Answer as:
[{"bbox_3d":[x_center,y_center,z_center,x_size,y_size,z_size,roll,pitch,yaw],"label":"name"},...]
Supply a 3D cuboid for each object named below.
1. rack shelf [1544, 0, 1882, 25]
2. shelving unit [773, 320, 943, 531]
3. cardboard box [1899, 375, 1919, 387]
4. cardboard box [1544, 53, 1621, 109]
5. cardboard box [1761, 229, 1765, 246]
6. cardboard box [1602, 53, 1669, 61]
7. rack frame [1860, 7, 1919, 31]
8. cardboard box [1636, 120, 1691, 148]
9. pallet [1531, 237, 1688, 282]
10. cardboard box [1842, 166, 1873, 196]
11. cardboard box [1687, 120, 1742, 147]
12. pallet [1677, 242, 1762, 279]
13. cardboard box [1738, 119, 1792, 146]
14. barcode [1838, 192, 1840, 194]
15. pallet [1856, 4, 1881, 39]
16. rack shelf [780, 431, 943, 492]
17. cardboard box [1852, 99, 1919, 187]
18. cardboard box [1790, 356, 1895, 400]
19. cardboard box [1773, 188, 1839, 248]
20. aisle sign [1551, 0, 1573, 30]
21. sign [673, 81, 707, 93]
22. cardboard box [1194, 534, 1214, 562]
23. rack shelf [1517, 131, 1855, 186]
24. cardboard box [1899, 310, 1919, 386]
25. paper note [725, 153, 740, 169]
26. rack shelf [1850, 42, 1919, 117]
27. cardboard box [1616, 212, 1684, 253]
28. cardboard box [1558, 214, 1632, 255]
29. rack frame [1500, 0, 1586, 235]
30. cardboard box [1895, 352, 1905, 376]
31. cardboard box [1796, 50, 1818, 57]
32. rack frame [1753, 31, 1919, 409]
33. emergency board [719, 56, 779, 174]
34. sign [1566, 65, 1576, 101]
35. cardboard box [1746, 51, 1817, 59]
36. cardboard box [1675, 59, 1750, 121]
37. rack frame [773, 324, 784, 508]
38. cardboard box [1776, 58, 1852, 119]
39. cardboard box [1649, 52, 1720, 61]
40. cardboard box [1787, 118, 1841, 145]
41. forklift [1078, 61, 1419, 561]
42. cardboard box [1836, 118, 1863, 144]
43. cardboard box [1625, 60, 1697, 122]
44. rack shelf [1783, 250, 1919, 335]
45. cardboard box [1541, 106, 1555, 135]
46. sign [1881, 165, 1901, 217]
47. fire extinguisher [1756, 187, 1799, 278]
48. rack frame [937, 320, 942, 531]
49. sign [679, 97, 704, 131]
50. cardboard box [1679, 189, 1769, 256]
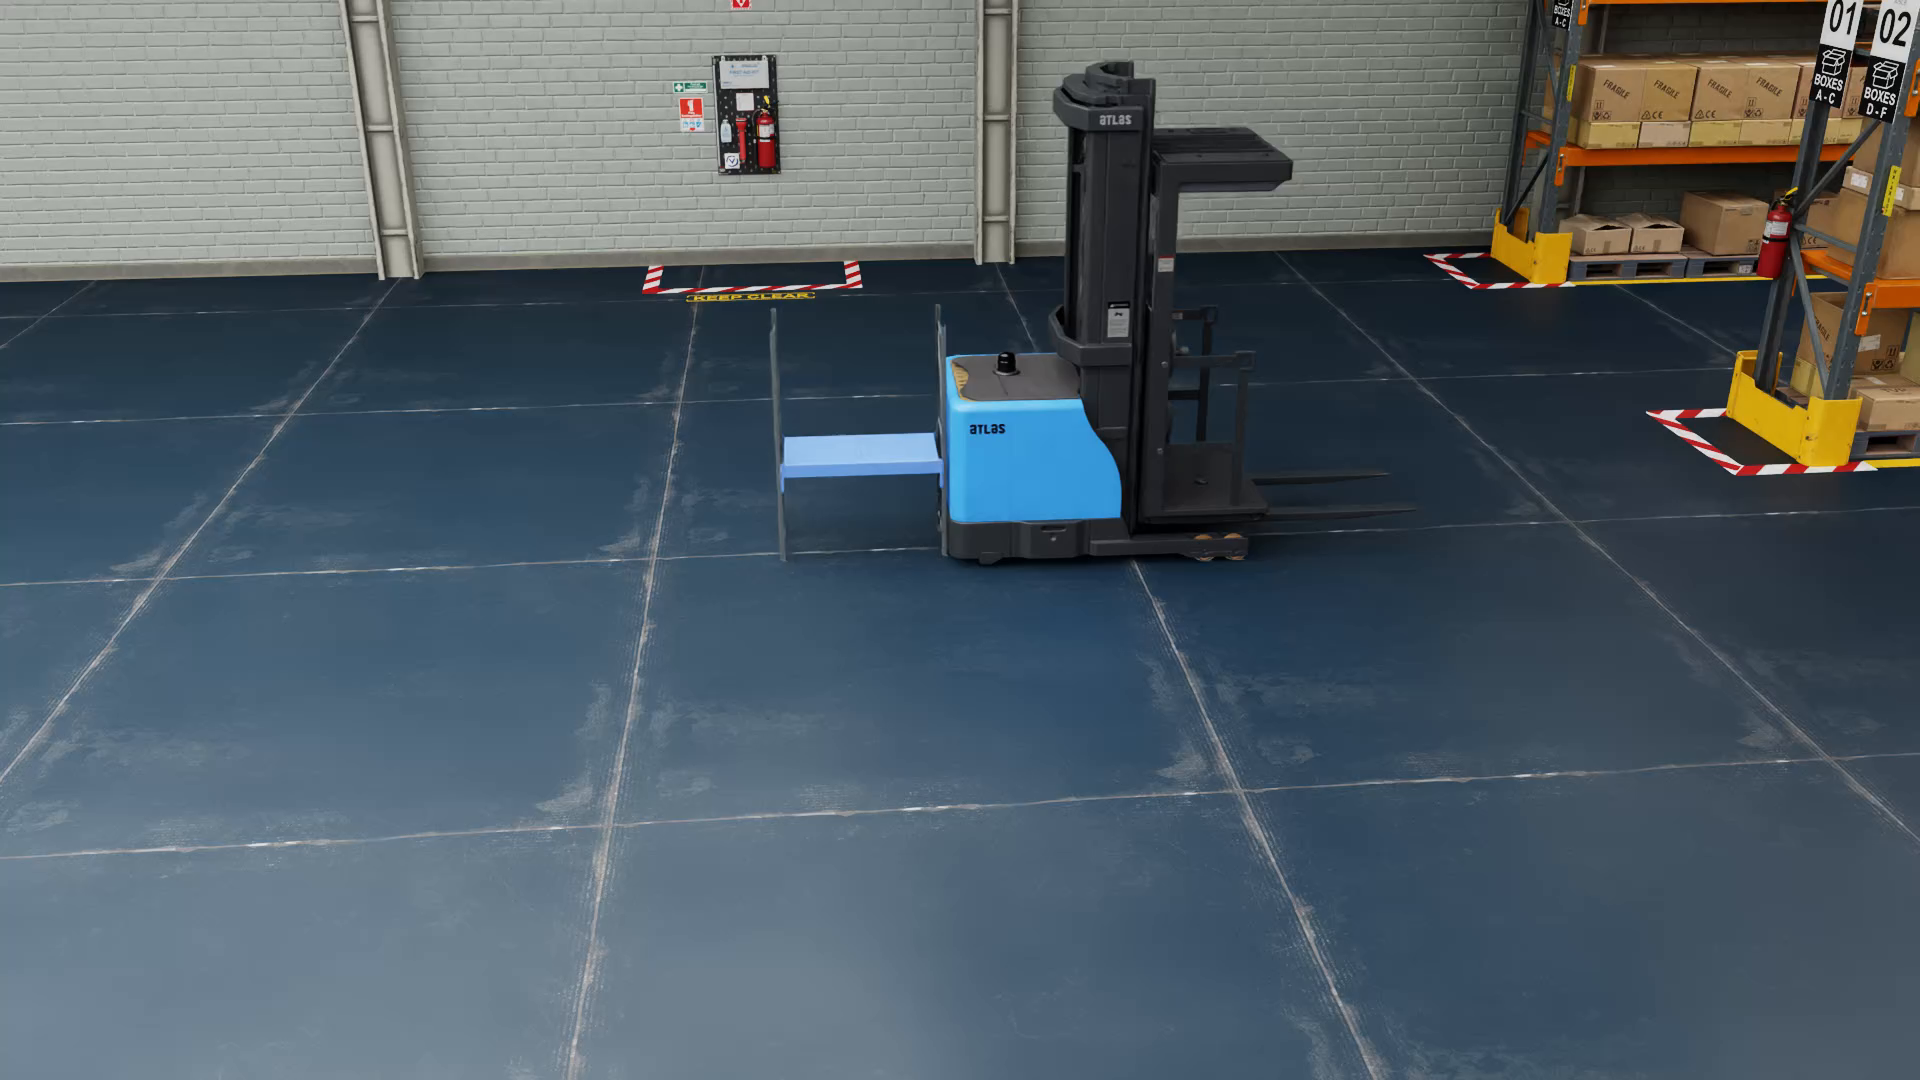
[{"bbox_3d":[7.705,-5.260,16.085,4.000,0.370,1.077,-2,24,-5],"label":"rack shelf"},{"bbox_3d":[-0.624,-0.663,10.395,1.030,1.308,0.538,-2,24,-4],"label":"shelving unit"},{"bbox_3d":[7.258,-1.025,12.231,0.500,0.250,0.500,-2,24,-5],"label":"cardboard box"},{"bbox_3d":[6.162,-4.527,16.478,0.500,0.500,0.500,-3,24,-6],"label":"cardboard box"},{"bbox_3d":[8.101,-3.141,17.092,0.250,0.149,0.380,-4,24,-9],"label":"cardboard box"},{"bbox_3d":[6.664,-4.543,16.514,0.500,0.500,0.500,-2,24,-4],"label":"cardboard box"},{"bbox_3d":[6.205,-4.878,10.645,0.127,3.000,1.000,-2,24,-5],"label":"rack frame"},{"bbox_3d":[6.746,-3.997,16.209,0.500,0.250,0.500,-3,24,-7],"label":"cardboard box"},{"bbox_3d":[6.602,-2.886,16.982,1.213,0.211,1.003,-2,24,-5],"label":"pallet"},{"bbox_3d":[6.566,-2.571,11.919,0.250,0.149,0.380,-3,24,-6],"label":"cardboard box"},{"bbox_3d":[7.254,-4.015,16.249,0.500,0.250,0.500,-3,24,-6],"label":"cardboard box"},{"bbox_3d":[7.813,-2.933,17.089,1.213,0.211,1.003,-2,24,-5],"label":"pallet"},{"bbox_3d":[7.757,-4.034,16.293,0.500,0.250,0.500,-2,24,-5],"label":"cardboard box"},{"bbox_3d":[9.134,-3.579,17.250,0.075,0.075,0.001,-2,24,-5],"label":"barcode"},{"bbox_3d":[6.911,-3.485,11.312,1.213,0.211,1.003,-2,24,-5],"label":"pallet"},{"bbox_3d":[-0.624,-0.499,10.468,1.000,0.185,0.538,-2,24,-4],"label":"rack shelf"},{"bbox_3d":[6.723,-2.791,11.615,0.500,0.500,0.700,-2,24,-5],"label":"cardboard box"},{"bbox_3d":[6.710,-1.213,12.654,0.500,0.250,0.500,-2,24,-5],"label":"cardboard box"},{"bbox_3d":[8.666,-3.299,17.016,0.500,0.500,0.500,-4,24,-9],"label":"cardboard box"},{"bbox_3d":[5.672,-5.202,15.561,0.004,0.787,0.394,-2,24,-5],"label":"aisle sign"},{"bbox_3d":[-2.663,-4.468,16.413,0.331,0.109,0.001,-2,24,-5],"label":"sign"},{"bbox_3d":[1.531,0.050,10.445,0.160,0.156,0.130,-3,24,-6],"label":"cardboard box"},{"bbox_3d":[7.705,-3.890,16.694,4.000,0.370,1.077,-2,24,-5],"label":"rack shelf"},{"bbox_3d":[7.258,-1.367,12.077,0.500,0.500,0.500,-2,24,-5],"label":"cardboard box"},{"bbox_3d":[-2.291,-3.812,16.717,0.142,0.148,0.016,-2,24,-5],"label":"paper note"},{"bbox_3d":[8.195,-3.258,11.580,4.000,0.370,1.077,-2,24,-5],"label":"rack shelf"},{"bbox_3d":[6.979,-3.125,16.856,0.500,0.311,0.500,0,24,-1],"label":"cardboard box"},{"bbox_3d":[6.412,-3.102,16.805,0.500,0.311,0.500,-5,24,-11],"label":"cardboard box"},{"bbox_3d":[5.714,-4.139,16.368,0.127,3.000,1.000,-2,24,-5],"label":"rack frame"},{"bbox_3d":[7.206,-1.238,12.709,0.500,0.250,0.500,-2,24,-5],"label":"cardboard box"},{"bbox_3d":[8.692,-4.628,16.706,0.500,0.500,0.500,-2,24,-5],"label":"cardboard box"},{"bbox_3d":[6.205,-2.136,11.864,0.127,3.000,1.000,-2,24,-5],"label":"rack frame"},{"bbox_3d":[-2.104,-4.193,16.491,0.636,1.158,0.192,-2,24,-5],"label":"emergency board"},{"bbox_3d":[5.768,-4.315,15.699,0.005,0.325,0.100,-2,24,-5],"label":"sign"},{"bbox_3d":[8.195,-4.610,16.666,0.500,0.500,0.500,-2,24,-4],"label":"cardboard box"},{"bbox_3d":[7.227,-4.353,16.088,0.500,0.500,0.500,-3,24,-7],"label":"cardboard box"},{"bbox_3d":[-1.131,-0.645,10.354,0.013,1.308,0.475,-2,24,-4],"label":"rack frame"},{"bbox_3d":[8.256,-4.400,16.192,0.500,0.500,0.500,-3,24,-7],"label":"cardboard box"},{"bbox_3d":[15.270,0.065,5.669,13.577,0.889,26.022,-3,24,-7],"label":"cardboard box"},{"bbox_3d":[8.258,-4.055,16.339,0.500,0.250,0.500,-2,24,-5],"label":"cardboard box"},{"bbox_3d":[1.402,-1.415,10.324,3.031,2.935,1.121,-2,24,-4],"label":"forklift"},{"bbox_3d":[8.757,-4.081,16.398,0.500,0.250,0.500,-2,24,-5],"label":"cardboard box"},{"bbox_3d":[6.712,-4.335,16.047,0.500,0.500,0.500,-2,24,-5],"label":"cardboard box"},{"bbox_3d":[8.195,-1.888,12.189,4.000,0.370,1.077,-2,24,-5],"label":"rack shelf"},{"bbox_3d":[6.160,-4.176,16.613,0.500,0.250,0.500,-2,24,-4],"label":"cardboard box"},{"bbox_3d":[6.253,-2.344,11.166,0.005,0.325,0.100,-2,24,-5],"label":"sign"},{"bbox_3d":[6.042,-2.284,12.291,0.183,0.674,0.296,-2,24,-5],"label":"fire extinguisher"},{"bbox_3d":[-0.118,-0.680,10.434,0.013,1.308,0.475,-2,24,-4],"label":"rack frame"},{"bbox_3d":[-2.668,-4.229,16.528,0.234,0.329,0.001,-2,24,-5],"label":"sign"},{"bbox_3d":[7.714,-3.220,16.838,0.500,0.500,0.700,-4,24,-8],"label":"cardboard box"}]
